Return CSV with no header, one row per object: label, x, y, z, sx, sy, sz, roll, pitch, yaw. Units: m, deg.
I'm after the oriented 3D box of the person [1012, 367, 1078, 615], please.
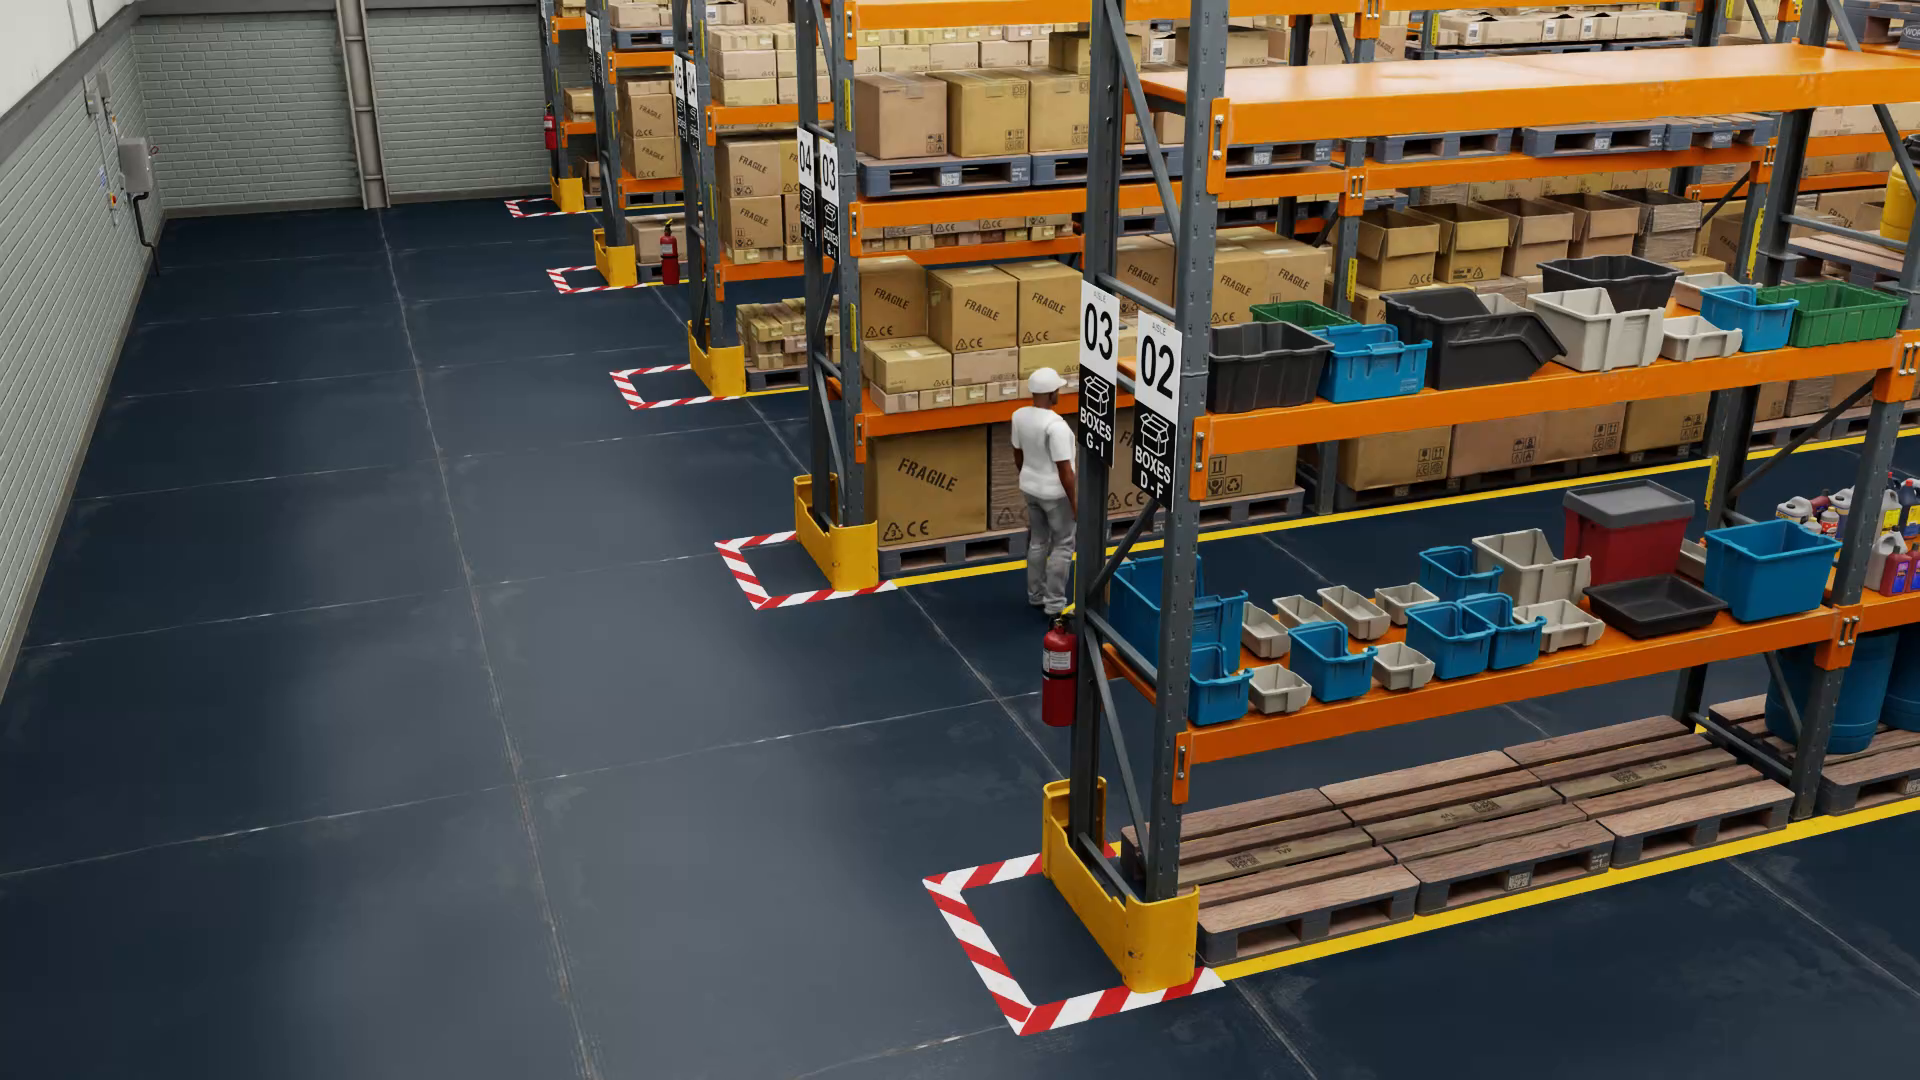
person,0.628,-0.336,11.597,0.420,1.797,0.616,-16,28,-35
